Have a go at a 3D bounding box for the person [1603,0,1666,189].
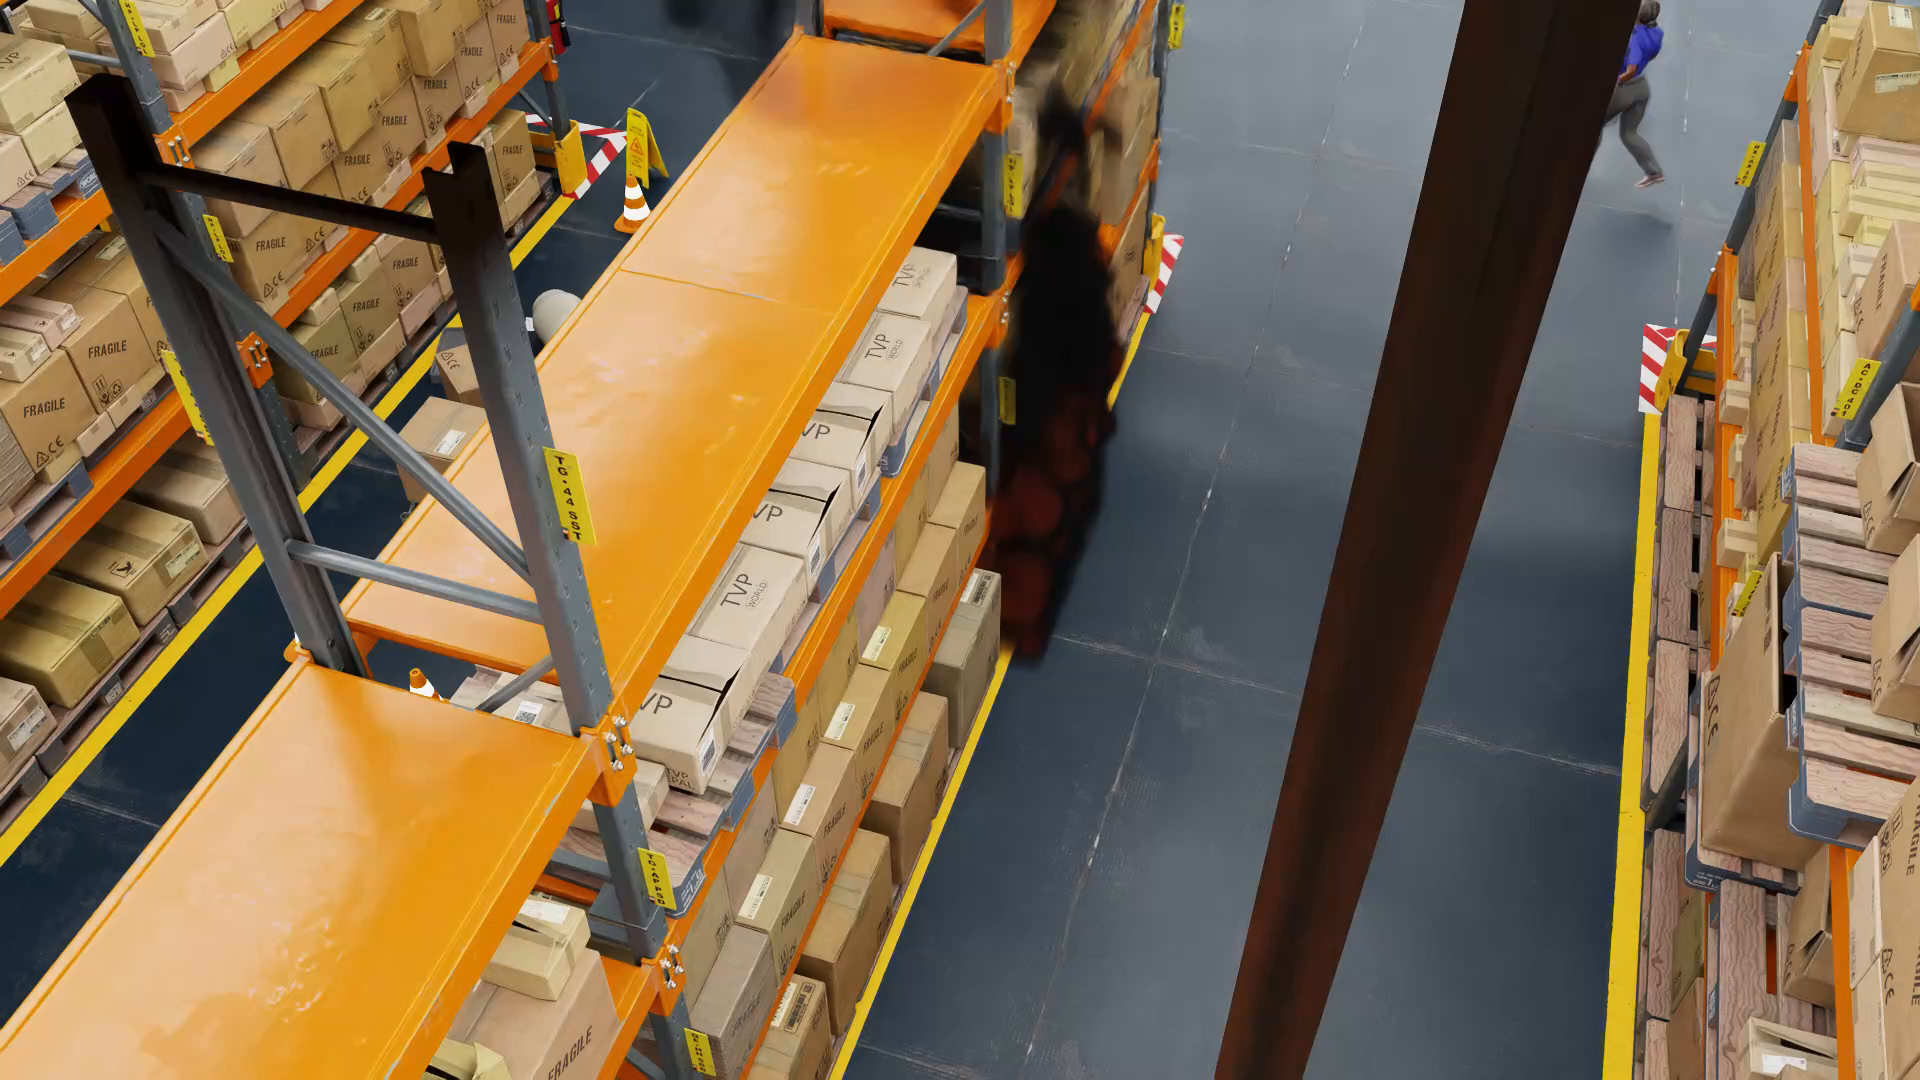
[{"bbox_3d":[5.407,-3.561,13.468,0.588,1.681,0.934,-24,50,-22],"label":"person"}]
